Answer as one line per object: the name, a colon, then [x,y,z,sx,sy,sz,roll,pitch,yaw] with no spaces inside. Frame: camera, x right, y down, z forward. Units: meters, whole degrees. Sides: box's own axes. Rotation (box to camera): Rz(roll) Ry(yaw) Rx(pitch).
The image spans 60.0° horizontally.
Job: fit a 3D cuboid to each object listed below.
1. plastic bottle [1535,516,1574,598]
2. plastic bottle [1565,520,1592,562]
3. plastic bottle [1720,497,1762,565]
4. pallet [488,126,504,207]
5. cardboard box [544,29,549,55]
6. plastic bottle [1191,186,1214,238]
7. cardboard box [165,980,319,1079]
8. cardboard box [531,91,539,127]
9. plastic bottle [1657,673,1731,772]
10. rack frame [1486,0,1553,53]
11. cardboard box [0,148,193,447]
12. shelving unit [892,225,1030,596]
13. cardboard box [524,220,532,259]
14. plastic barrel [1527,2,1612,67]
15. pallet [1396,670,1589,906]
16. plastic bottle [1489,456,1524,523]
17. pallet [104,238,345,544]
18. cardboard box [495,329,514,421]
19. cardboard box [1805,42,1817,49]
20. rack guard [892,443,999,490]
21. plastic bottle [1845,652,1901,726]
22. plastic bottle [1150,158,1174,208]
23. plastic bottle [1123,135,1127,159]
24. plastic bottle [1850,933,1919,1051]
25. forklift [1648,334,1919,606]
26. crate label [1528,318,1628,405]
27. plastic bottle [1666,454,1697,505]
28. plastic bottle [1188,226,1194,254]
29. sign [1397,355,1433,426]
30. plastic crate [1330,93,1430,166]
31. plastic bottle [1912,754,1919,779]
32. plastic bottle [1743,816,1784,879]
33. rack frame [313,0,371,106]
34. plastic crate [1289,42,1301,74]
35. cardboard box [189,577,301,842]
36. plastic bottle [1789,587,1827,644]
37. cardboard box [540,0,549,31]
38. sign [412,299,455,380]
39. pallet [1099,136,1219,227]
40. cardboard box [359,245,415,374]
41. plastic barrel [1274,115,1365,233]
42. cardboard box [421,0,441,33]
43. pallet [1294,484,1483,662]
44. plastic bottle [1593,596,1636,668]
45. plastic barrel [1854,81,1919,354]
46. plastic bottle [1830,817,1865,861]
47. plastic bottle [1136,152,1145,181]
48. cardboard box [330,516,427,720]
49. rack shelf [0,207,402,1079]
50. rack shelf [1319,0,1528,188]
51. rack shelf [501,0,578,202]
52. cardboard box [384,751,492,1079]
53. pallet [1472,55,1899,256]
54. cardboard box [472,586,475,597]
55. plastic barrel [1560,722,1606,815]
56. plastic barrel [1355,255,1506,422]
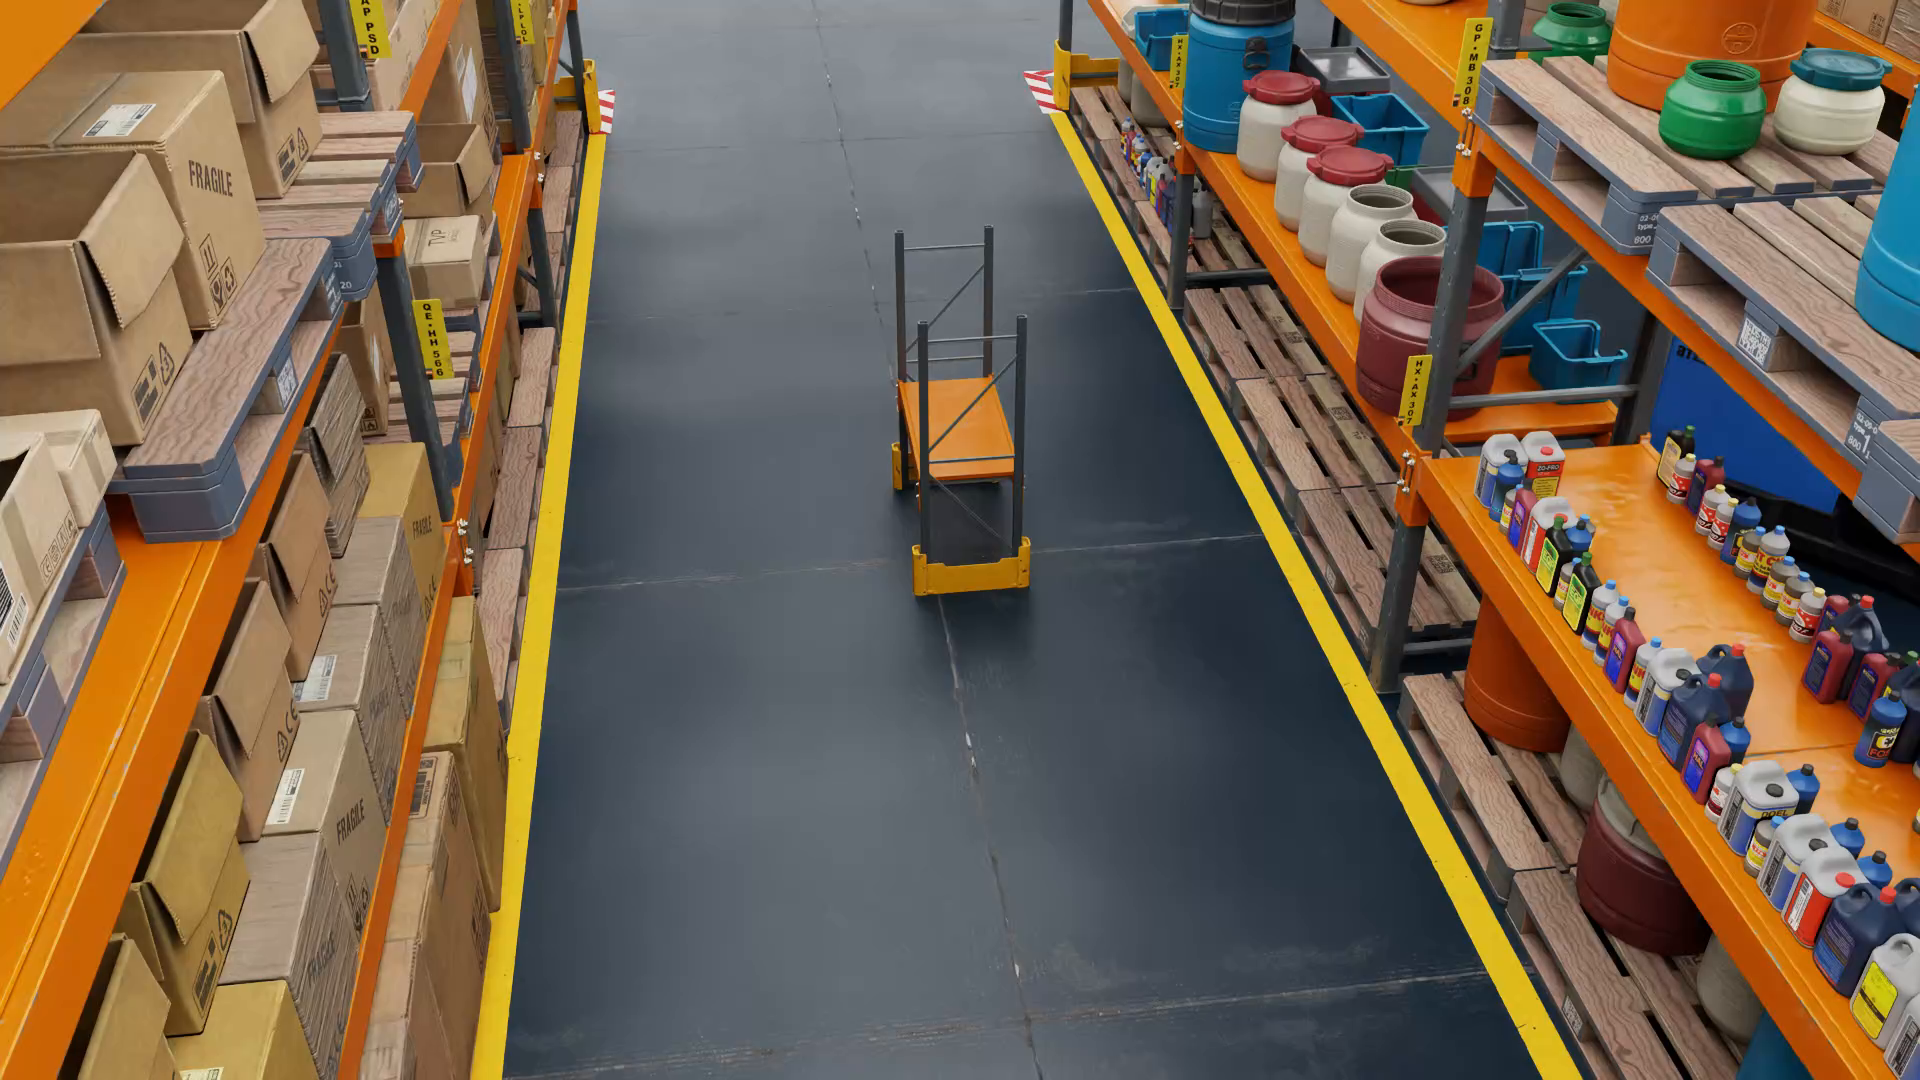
plastic bottle: [2.188,0.060,6.102,0.061,0.283,0.133,-4,35,-6]
plastic bottle: [2.264,0.049,6.129,0.097,0.271,0.097,0,34,0]
plastic bottle: [2.946,-0.041,6.261,0.097,0.271,0.097,0,34,0]
pallet: [-3.073,-1.931,9.090,1.003,0.211,1.213,-4,35,-6]
cardboard box: [-2.977,-3.323,11.185,0.380,0.149,0.250,-4,35,-6]
plastic bottle: [1.647,-2.259,11.362,0.144,0.351,0.185,-4,35,-6]
cardboard box: [-1.838,1.419,3.915,0.500,0.500,0.500,-4,35,-6]
cardboard box: [-2.783,-2.627,10.165,0.380,0.149,0.250,-4,35,-6]
plastic bottle: [2.357,0.559,5.310,0.144,0.351,0.185,-4,35,-6]
rack frame: [2.415,-3.070,5.264,1.000,3.000,0.127,-4,35,-6]
cardboard box: [-2.197,-0.533,3.741,0.797,0.503,0.637,-5,35,-7]
shelving unit: [-0.010,-0.662,8.390,0.587,1.500,1.083,-4,35,-6]
cardboard box: [-3.130,-2.134,11.064,0.500,0.500,0.500,6,35,9]
plastic barrel: [2.331,-1.900,6.349,0.294,0.245,0.294,0,34,0]
pallet: [2.562,0.998,7.098,1.003,0.211,1.213,-4,35,-6]
plastic bottle: [2.141,-0.205,6.501,0.097,0.271,0.097,0,34,0]
pallet: [-2.201,-0.398,4.175,1.003,0.211,1.213,-3,34,-4]
cardboard box: [-2.925,-0.985,9.361,0.700,0.500,0.500,-5,35,-7]
cardboard box: [6.298,-3.622,12.804,0.500,0.500,0.500,-4,35,-6]
rack guard: [-0.077,-0.424,9.150,0.587,0.250,0.087,-4,35,-6]
plastic bottle: [3.028,0.471,5.499,0.061,0.283,0.133,-4,35,-6]
plastic bottle: [1.435,-2.535,11.768,0.144,0.351,0.185,-5,35,-7]
plastic bottle: [1.288,-2.987,12.564,0.097,0.201,0.097,0,34,0]
plastic bottle: [2.505,1.173,4.408,0.144,0.351,0.185,-4,35,-6]
forklift: [5.074,-1.132,7.809,3.031,2.935,1.130,26,42,33]
crate label: [2.729,-0.785,7.387,0.303,0.233,0.416,-4,35,-6]
plastic bottle: [2.889,-0.250,6.629,0.097,0.201,0.097,0,34,0]
plastic bottle: [1.519,-2.027,11.155,0.097,0.201,0.097,0,34,0]
sign: [1.870,-0.613,6.841,0.100,0.325,0.005,-4,35,-6]
plastic crate: [2.333,-2.224,9.365,0.392,0.384,0.575,-4,35,-6]
plastic bottle: [3.111,0.640,5.262,0.097,0.271,0.097,0,34,0]
plastic bottle: [2.402,0.905,4.935,0.097,0.201,0.097,0,34,0]
rack frame: [-2.493,-2.695,4.714,1.000,3.000,0.127,-4,35,-6]
plastic crate: [1.932,-3.099,10.689,0.767,0.338,0.504,-4,35,-6]
cardboard box: [-2.229,0.475,4.410,0.797,0.503,0.637,-3,34,-5]
plastic bottle: [3.012,0.259,5.882,0.097,0.201,0.097,0,34,0]
cardboard box: [-3.256,-3.703,11.167,0.875,0.500,0.500,-4,35,-6]
sign: [-1.944,-0.738,6.141,0.100,0.325,0.005,-4,35,-6]
pallet: [1.660,-2.731,12.570,1.003,0.211,1.213,-4,35,-6]
cardboard box: [-2.780,-1.033,7.140,0.700,0.500,0.500,0,34,1]
plastic barrel: [1.887,-1.919,8.782,0.433,0.535,0.433,0,34,0]
cardboard box: [-2.452,-2.248,6.854,0.500,0.250,0.500,-4,34,-5]
pallet: [2.349,0.126,8.377,1.003,0.211,1.213,-4,35,-6]
plastic bottle: [2.265,0.311,5.745,0.097,0.271,0.097,0,34,0]
plastic barrel: [2.572,-0.920,3.954,0.600,0.901,0.708,-4,35,-6]
plastic bottle: [2.565,0.919,4.853,0.097,0.271,0.097,0,34,0]
plastic bottle: [1.347,-2.743,12.205,0.097,0.201,0.097,0,34,0]
cardboard box: [-2.120,0.278,5.589,0.500,0.500,0.500,-5,35,-7]
rack shelf: [-2.224,-0.042,4.123,1.077,0.370,4.000,-4,35,-6]
rack shelf: [2.146,-2.649,7.949,1.077,0.370,4.000,-4,35,-6]
rack shelf: [-3.300,-3.267,11.519,1.077,0.370,4.000,-4,35,-6]
cardboard box: [-2.309,1.373,5.585,1.225,0.875,0.875,-4,35,-6]
pallet: [2.421,-1.318,5.525,1.003,0.211,1.213,-4,35,-6]
cardboard box: [-2.603,0.263,7.529,0.700,0.500,0.500,-6,35,-9]
plastic barrel: [2.662,0.844,6.685,0.421,0.512,0.421,0,34,0]
plastic barrel: [2.052,-0.883,7.261,0.600,0.536,0.708,-4,35,-6]
